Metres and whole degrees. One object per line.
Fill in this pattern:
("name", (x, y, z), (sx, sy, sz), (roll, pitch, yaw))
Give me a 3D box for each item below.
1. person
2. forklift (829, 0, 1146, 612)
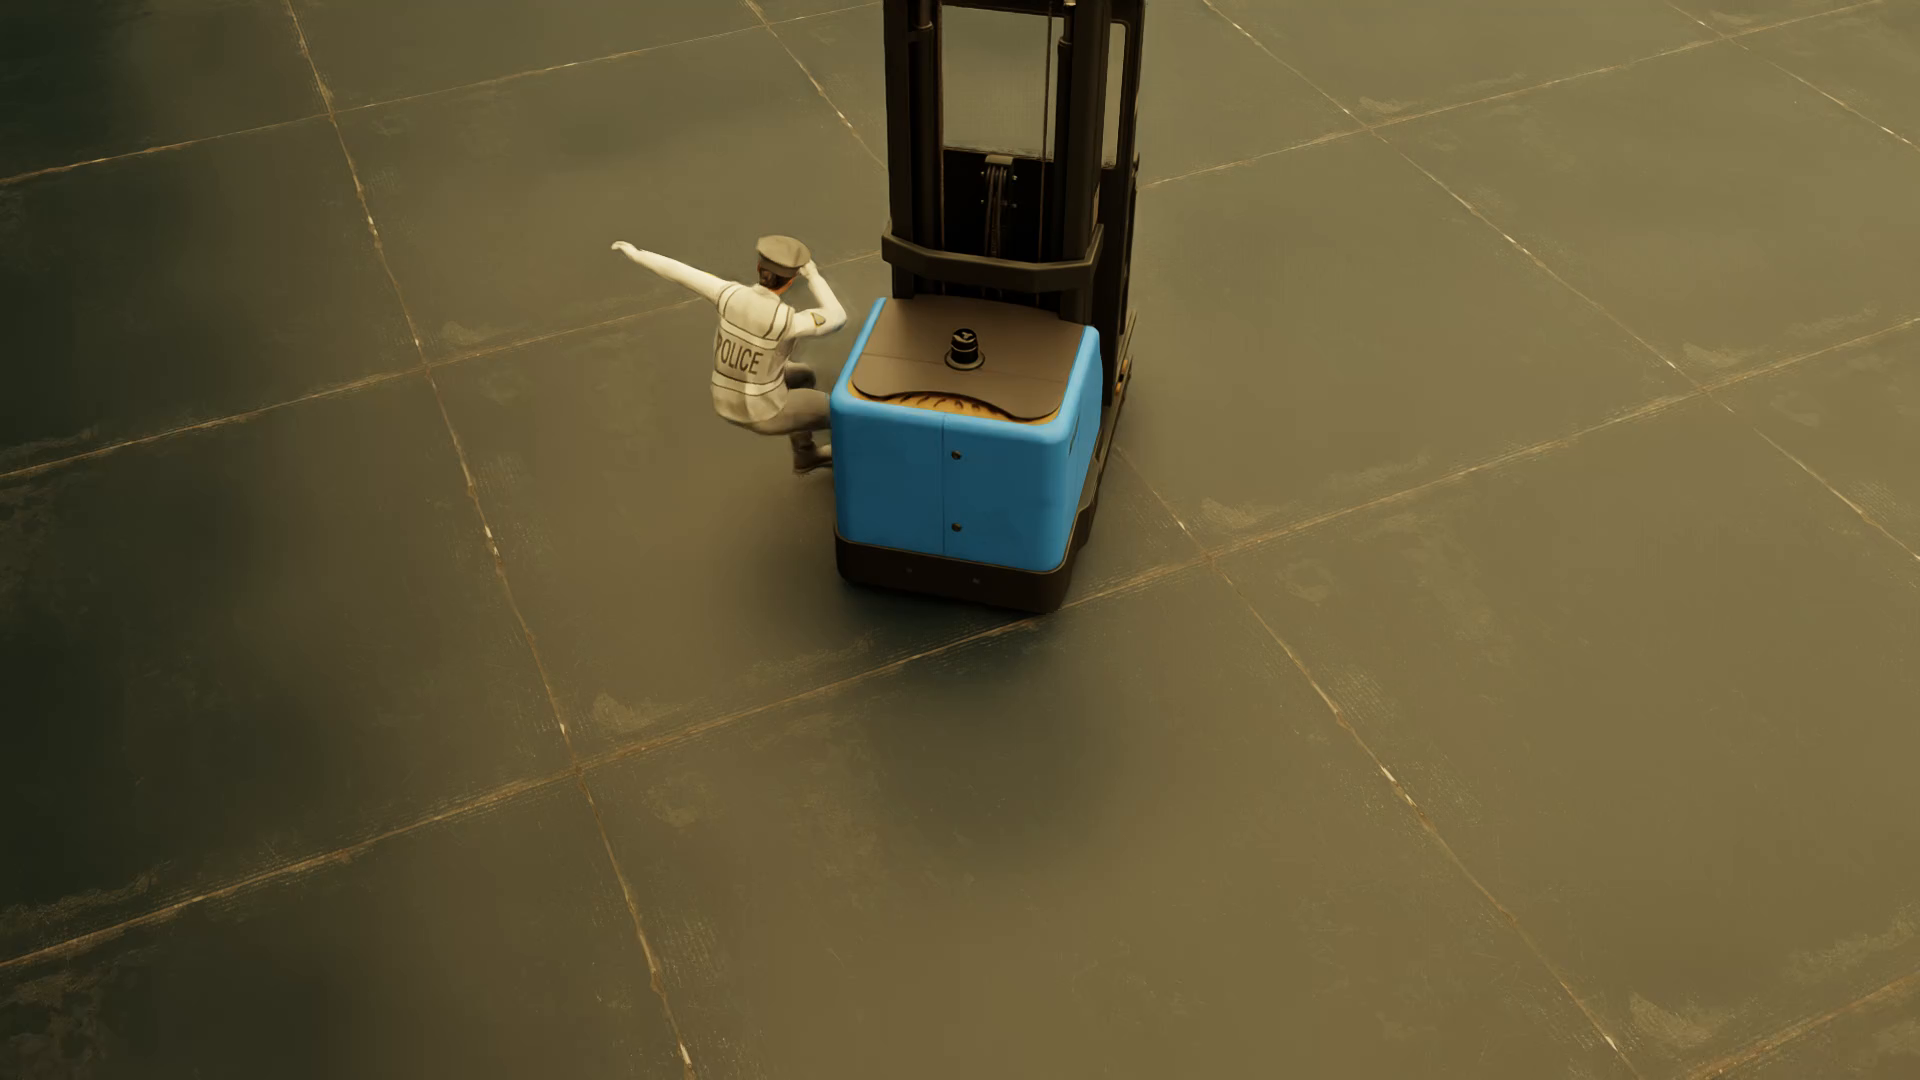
("person", (-0.927, -0.815, 7.729), (1.394, 1.369, 0.690), (25, 49, 24))
("forklift", (0.277, -1.770, 7.577), (1.130, 2.935, 3.031), (9, 44, 10))
